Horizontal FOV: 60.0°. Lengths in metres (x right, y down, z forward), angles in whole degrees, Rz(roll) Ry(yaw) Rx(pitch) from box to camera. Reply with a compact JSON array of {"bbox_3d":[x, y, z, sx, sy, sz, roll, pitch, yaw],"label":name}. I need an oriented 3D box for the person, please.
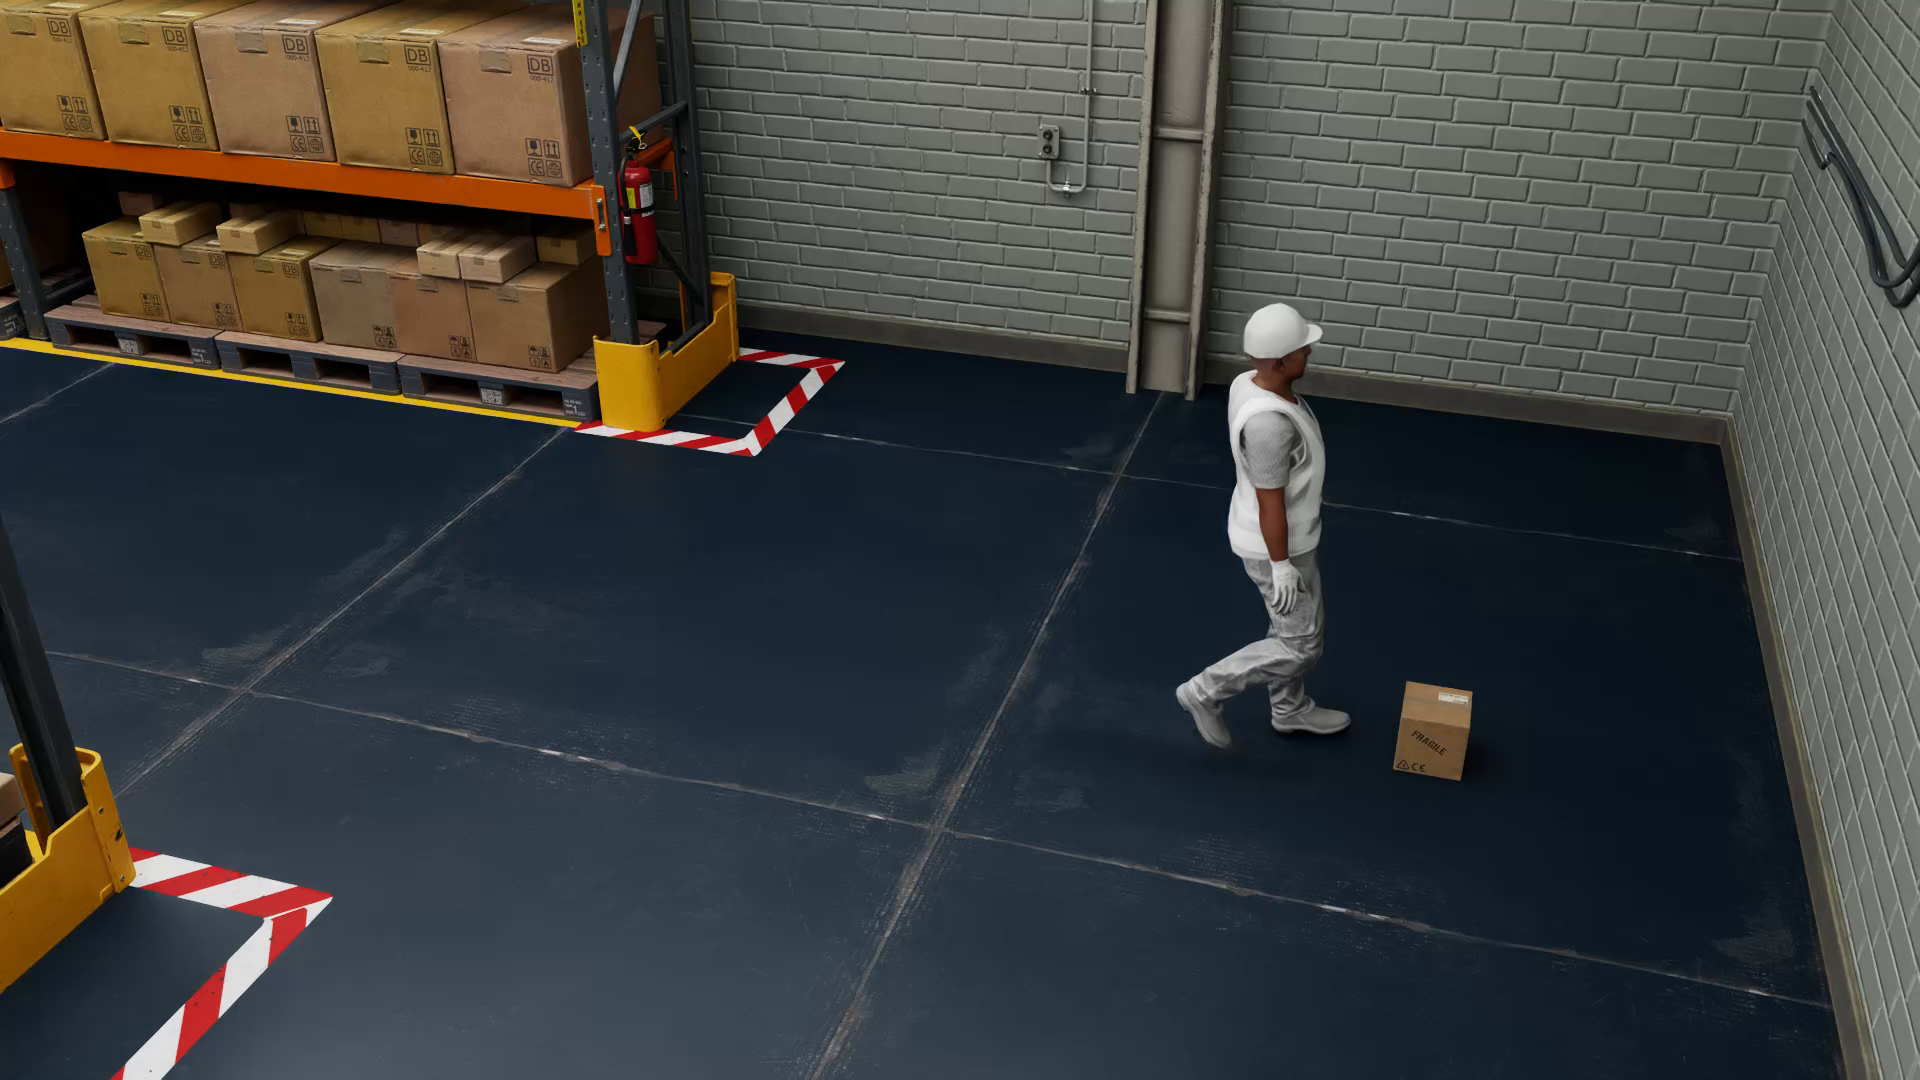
[{"bbox_3d":[1.179,-0.008,6.073,0.697,1.773,0.592,3,29,6],"label":"person"}]
